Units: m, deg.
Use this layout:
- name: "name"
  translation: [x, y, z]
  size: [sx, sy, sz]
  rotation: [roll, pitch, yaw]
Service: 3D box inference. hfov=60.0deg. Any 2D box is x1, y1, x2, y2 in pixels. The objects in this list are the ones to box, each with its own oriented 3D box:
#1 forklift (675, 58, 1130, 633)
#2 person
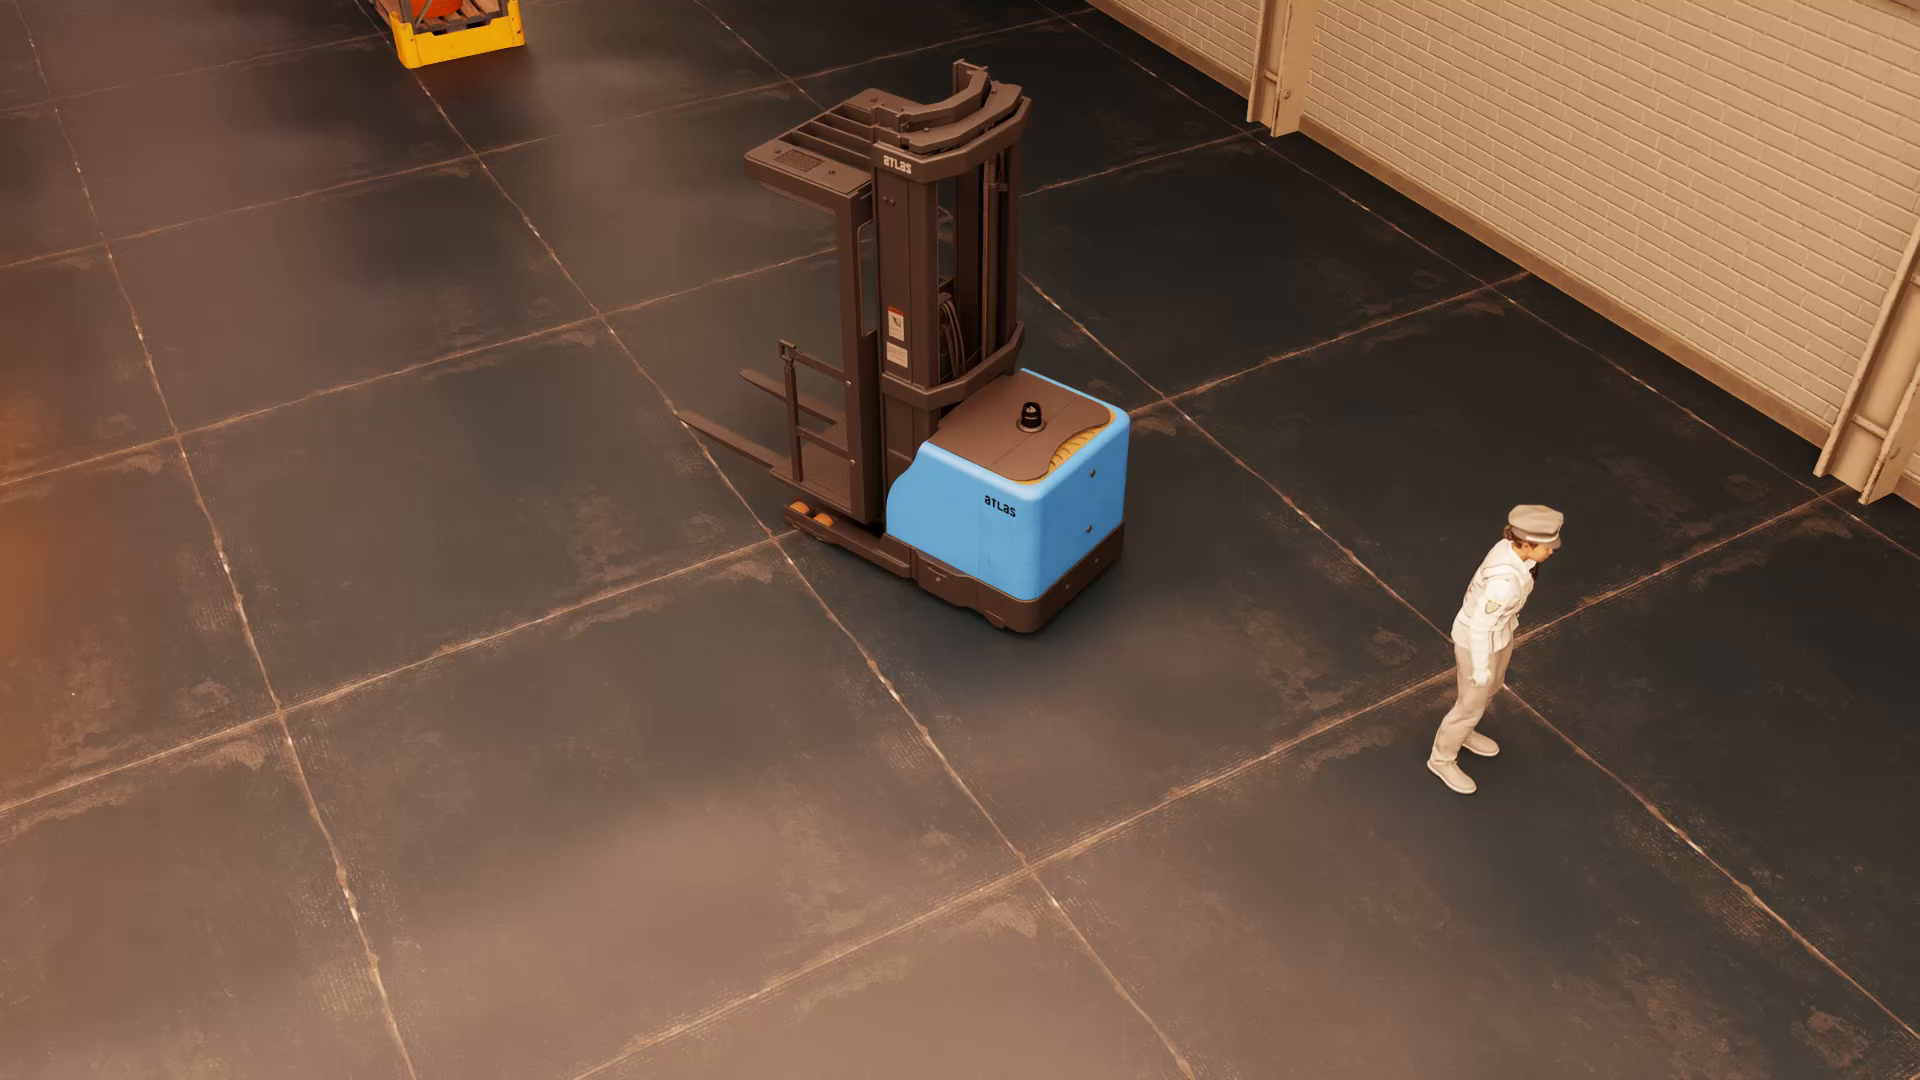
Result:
- name: "forklift"
  translation: [-0.481, -1.366, 9.683]
  size: [3.031, 2.935, 1.130]
  rotation: [26, 46, 28]
- name: "person"
  translation: [2.682, 0.513, 8.413]
  size: [0.375, 1.662, 0.542]
  rotation: [22, 44, 24]
